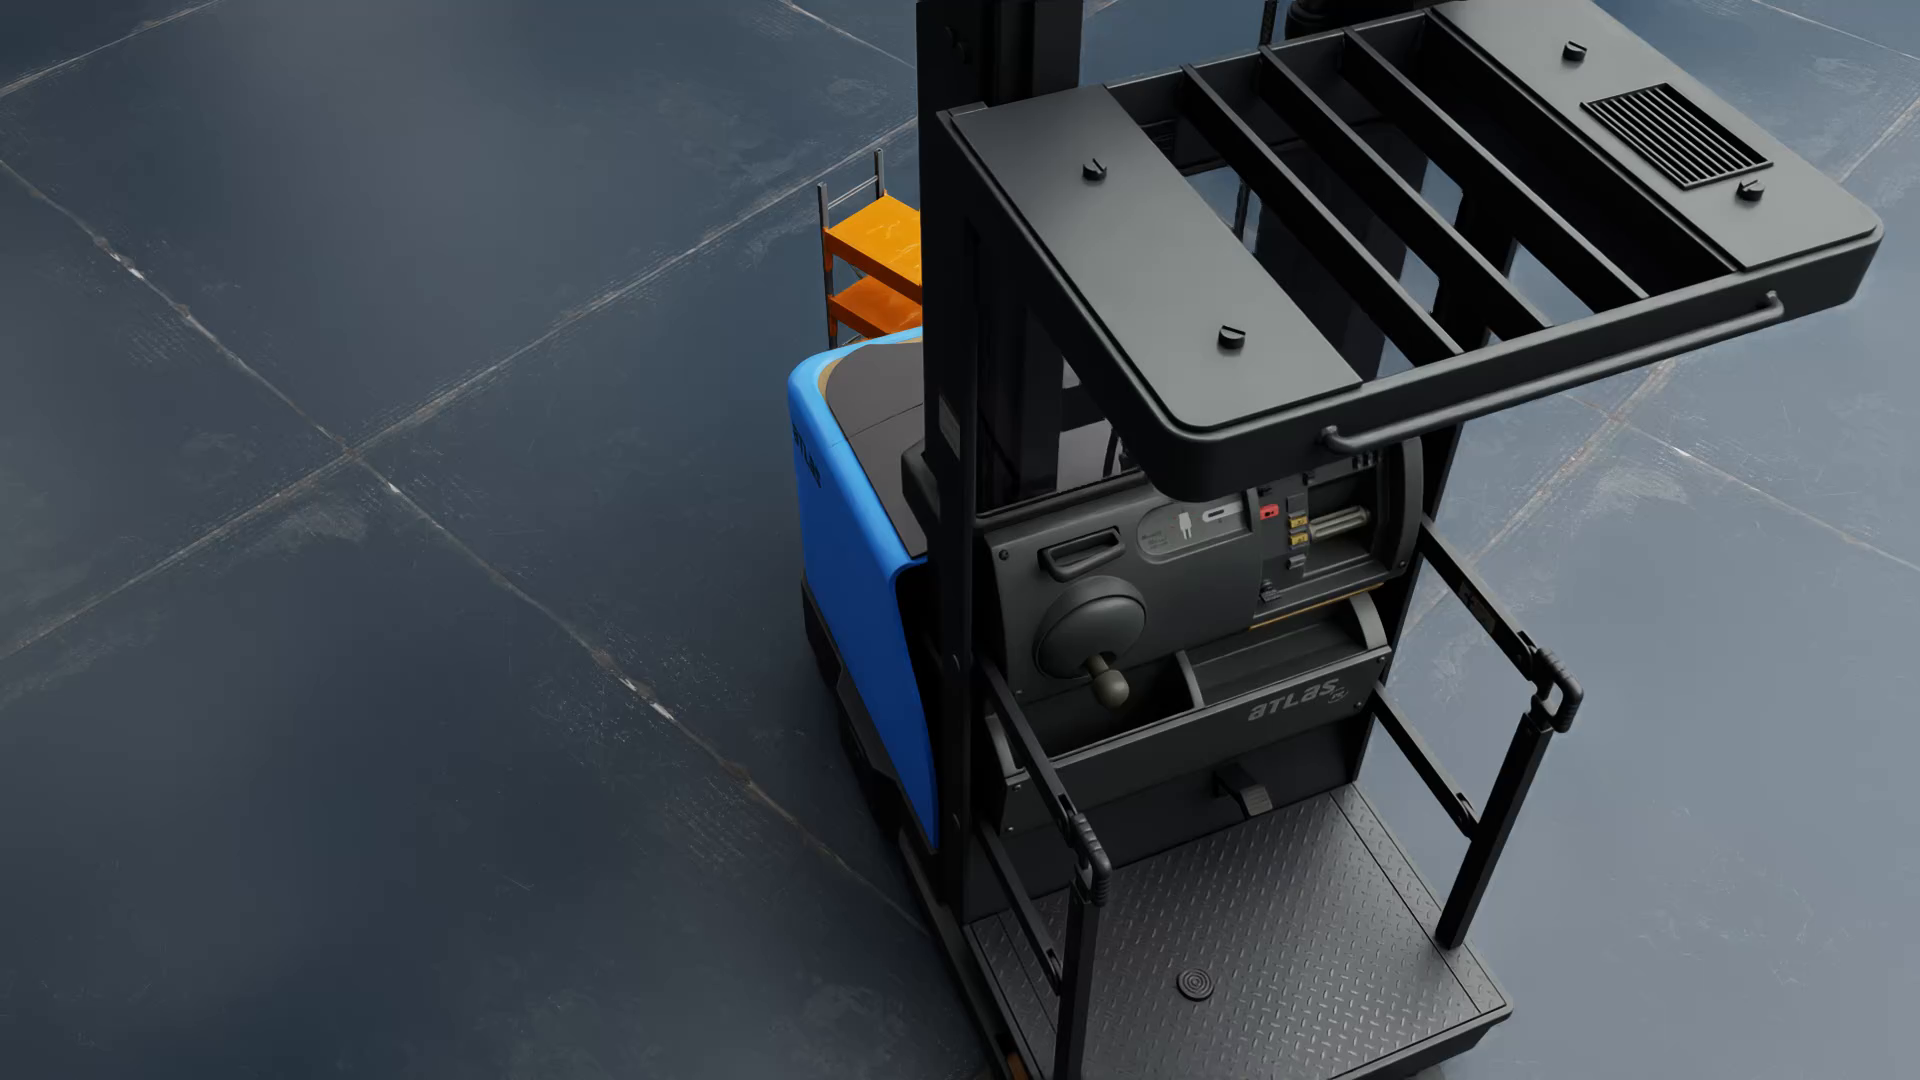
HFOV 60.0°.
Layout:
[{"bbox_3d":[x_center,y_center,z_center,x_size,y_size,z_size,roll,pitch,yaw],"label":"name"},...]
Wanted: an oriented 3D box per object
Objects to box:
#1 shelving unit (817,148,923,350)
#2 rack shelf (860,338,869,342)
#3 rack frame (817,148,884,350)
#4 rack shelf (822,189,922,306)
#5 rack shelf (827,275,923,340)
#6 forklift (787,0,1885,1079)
[{"bbox_3d":[-0.122,-0.493,4.889,0.503,1.200,0.258,34,55,28],"label":"shelving unit"},{"bbox_3d":[-0.122,-0.446,4.938,0.480,0.148,0.258,34,55,28],"label":"rack shelf"},{"bbox_3d":[-0.301,-0.613,5.003,0.015,1.200,0.240,34,55,28],"label":"rack frame"},{"bbox_3d":[-0.122,-0.762,4.603,0.480,0.148,0.258,34,55,28],"label":"rack shelf"},{"bbox_3d":[-0.122,-0.600,4.775,0.480,0.148,0.258,34,55,28],"label":"rack shelf"},{"bbox_3d":[0.581,0.134,3.114,1.130,2.935,3.031,-17,49,-15],"label":"forklift"}]
